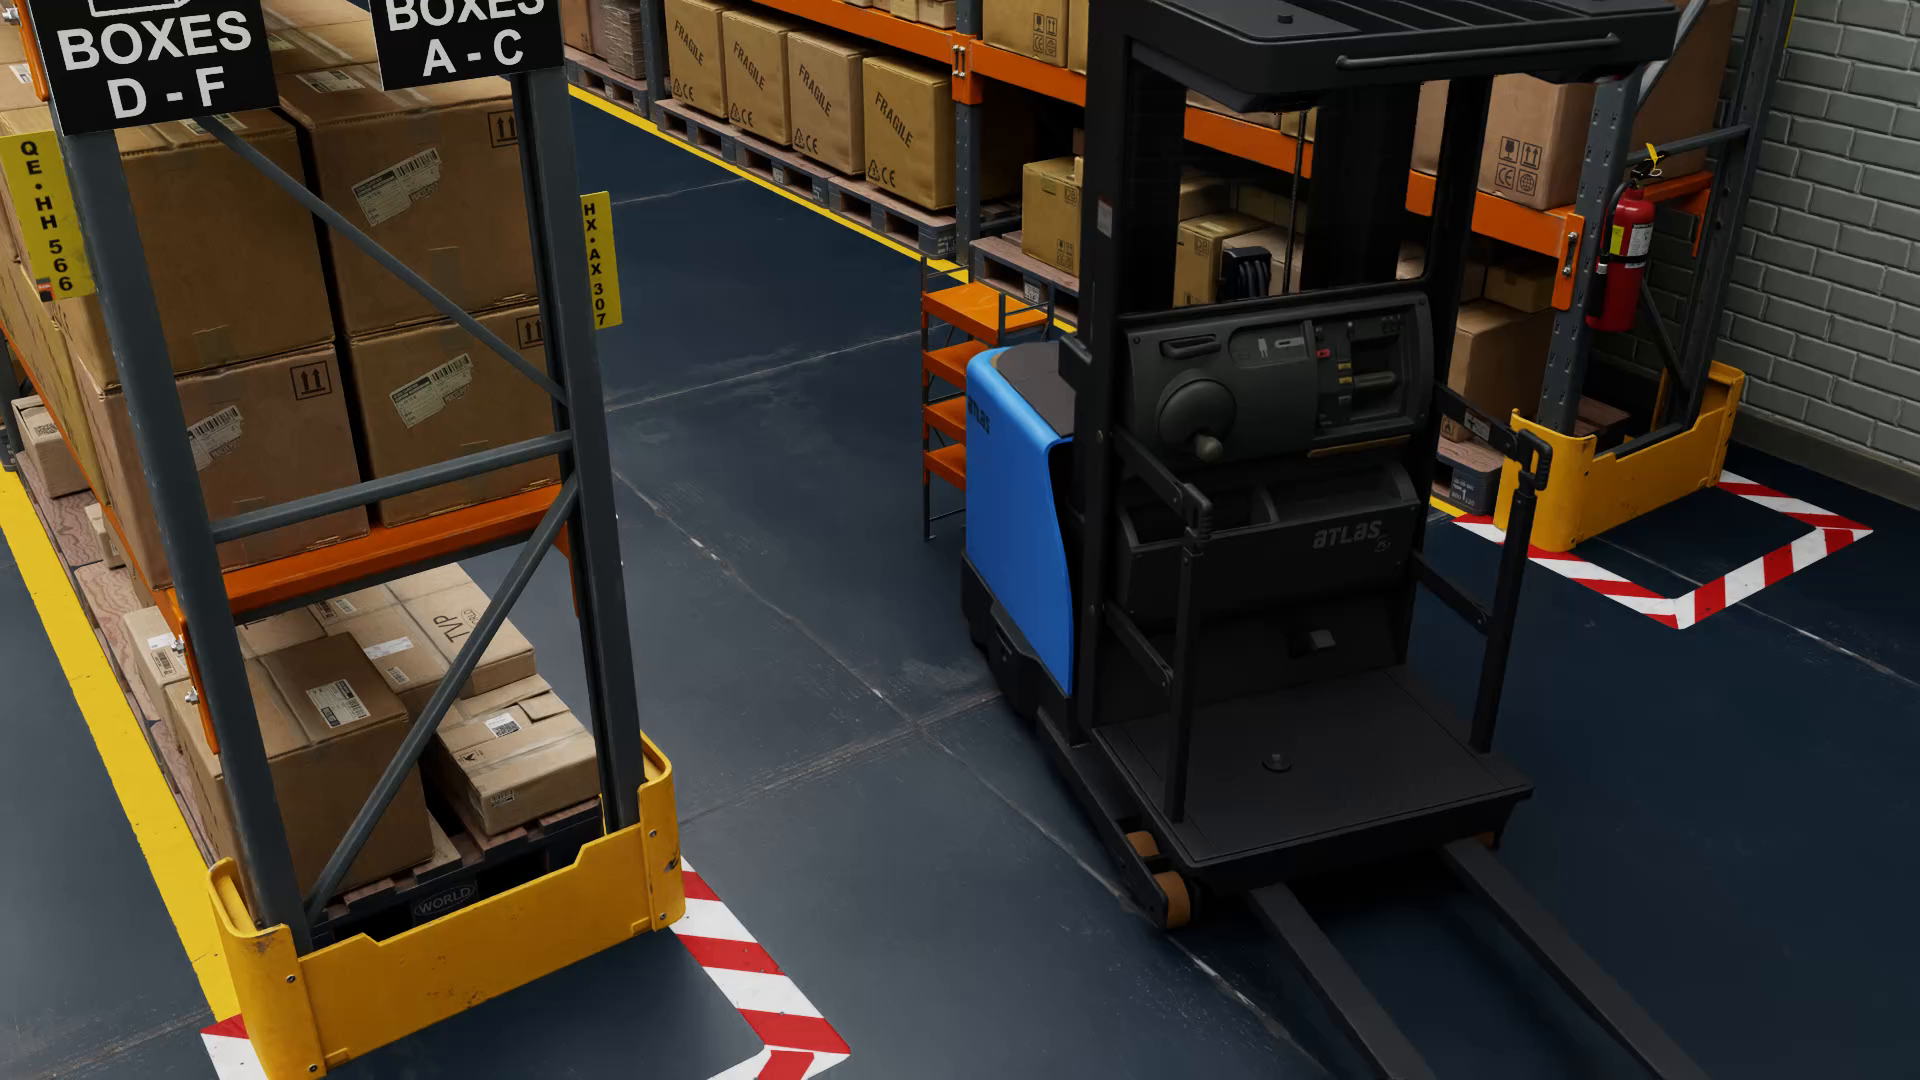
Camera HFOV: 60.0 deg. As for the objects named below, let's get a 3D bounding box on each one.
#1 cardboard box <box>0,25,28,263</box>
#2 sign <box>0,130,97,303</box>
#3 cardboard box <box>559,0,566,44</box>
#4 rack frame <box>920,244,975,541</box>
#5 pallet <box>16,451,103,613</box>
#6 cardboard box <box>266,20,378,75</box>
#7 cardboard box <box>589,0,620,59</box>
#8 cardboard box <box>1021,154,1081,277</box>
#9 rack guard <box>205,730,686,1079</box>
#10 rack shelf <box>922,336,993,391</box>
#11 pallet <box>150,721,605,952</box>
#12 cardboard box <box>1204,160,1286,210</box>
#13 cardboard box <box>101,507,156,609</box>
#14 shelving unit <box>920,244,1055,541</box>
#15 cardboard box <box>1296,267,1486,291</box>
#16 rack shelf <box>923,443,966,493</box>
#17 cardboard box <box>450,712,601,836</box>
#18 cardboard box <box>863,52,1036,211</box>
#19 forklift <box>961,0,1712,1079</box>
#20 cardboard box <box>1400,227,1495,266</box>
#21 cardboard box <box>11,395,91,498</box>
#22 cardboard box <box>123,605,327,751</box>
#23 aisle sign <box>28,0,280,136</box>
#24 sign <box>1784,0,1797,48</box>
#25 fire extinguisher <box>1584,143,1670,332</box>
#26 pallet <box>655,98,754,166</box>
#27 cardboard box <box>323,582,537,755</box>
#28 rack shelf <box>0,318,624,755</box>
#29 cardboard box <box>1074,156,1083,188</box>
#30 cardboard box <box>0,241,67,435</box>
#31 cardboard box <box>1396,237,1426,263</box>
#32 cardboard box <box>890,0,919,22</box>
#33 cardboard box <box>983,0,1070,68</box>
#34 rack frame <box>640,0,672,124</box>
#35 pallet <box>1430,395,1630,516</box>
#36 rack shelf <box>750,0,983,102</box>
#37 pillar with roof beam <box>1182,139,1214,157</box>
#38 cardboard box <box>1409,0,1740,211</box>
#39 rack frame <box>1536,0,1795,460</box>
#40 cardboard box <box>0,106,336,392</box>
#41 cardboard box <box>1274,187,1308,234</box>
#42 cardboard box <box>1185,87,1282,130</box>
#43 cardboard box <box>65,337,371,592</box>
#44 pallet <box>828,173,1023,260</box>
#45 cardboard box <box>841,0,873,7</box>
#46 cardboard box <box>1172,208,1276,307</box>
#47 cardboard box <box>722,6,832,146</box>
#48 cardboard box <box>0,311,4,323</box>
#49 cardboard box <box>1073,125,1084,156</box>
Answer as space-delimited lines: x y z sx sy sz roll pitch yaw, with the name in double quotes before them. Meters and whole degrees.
"cardboard box" -2.376 -1.096 4.473 0.500 0.500 0.500 -18 33 -29
"sign" -1.759 -0.621 3.206 0.100 0.325 0.005 -19 34 -31
"cardboard box" -3.179 -4.574 14.187 0.700 0.500 0.500 -18 33 -30
"rack frame" -0.046 -0.558 6.520 0.240 1.200 0.015 -19 34 -31
"pallet" -3.218 -0.182 6.864 1.003 0.211 1.213 -19 34 -31
"cardboard box" -1.647 -1.049 4.387 0.500 0.500 0.500 -18 33 -30
"cardboard box" -2.567 -4.195 13.490 0.700 0.500 0.500 -19 34 -31
"cardboard box" 0.768 -1.814 9.127 0.700 0.500 0.500 -18 33 -30
"rack guard" -1.339 0.950 4.478 1.175 0.500 0.348 -19 34 -31
"rack shelf" 0.096 -0.600 6.271 0.258 0.148 0.480 -19 34 -31
"pallet" -1.803 0.767 5.117 1.003 0.211 1.213 -19 34 -31
"cardboard box" 1.452 -1.806 8.431 0.380 0.149 0.250 -18 33 -30
"cardboard box" -2.522 -0.042 5.839 0.797 0.503 0.637 -19 34 -31
"shelving unit" 0.096 -0.463 6.345 0.258 1.200 0.503 -19 34 -31
"cardboard box" 1.960 -1.017 7.659 0.700 0.500 0.500 -19 34 -31
"rack shelf" 0.096 -0.229 6.472 0.258 0.148 0.480 -19 34 -31
"cardboard box" -1.258 0.682 4.877 0.380 0.149 0.250 -19 34 -31
"cardboard box" -0.065 -2.504 10.030 0.750 0.750 0.750 -18 33 -30
"forklift" 0.967 -0.403 4.422 1.130 2.935 3.031 -9 30 -17
"cardboard box" 2.191 -1.311 7.521 0.380 0.149 0.250 -19 34 -31
"cardboard box" -3.548 -0.463 6.816 0.500 0.311 0.500 -19 34 -31
"cardboard box" -2.338 0.375 5.337 0.500 0.250 0.500 -19 34 -31
"aisle sign" -1.505 -1.150 3.001 0.394 0.787 0.004 -19 34 -31
"sign" 3.193 -2.059 6.408 0.100 0.325 0.005 -19 34 -31
"fire extinguisher" 2.449 -1.108 6.119 0.296 0.674 0.183 -19 34 -31
"pallet" -1.507 -3.049 12.144 1.003 0.211 1.213 -19 34 -31
"cardboard box" -1.670 0.411 5.270 0.500 0.250 0.500 -19 34 -31
"rack shelf" -2.455 -0.581 5.430 1.077 0.370 4.000 -19 34 -31
"cardboard box" 0.818 -1.916 8.634 0.380 0.149 0.250 -18 33 -29
"cardboard box" -2.366 -0.658 4.714 0.500 0.500 0.500 -18 34 -30
"cardboard box" 1.878 -1.206 7.328 0.380 0.149 0.250 -18 33 -29
"cardboard box" -0.175 -3.090 9.539 0.380 0.149 0.250 -18 33 -30
"cardboard box" 0.719 -2.964 8.750 0.980 0.700 0.700 -18 33 -30
"rack frame" -1.903 -4.602 12.081 1.000 3.000 0.127 -19 34 -31
"pallet" 2.210 -0.556 7.553 1.003 0.211 1.213 -19 34 -31
"rack shelf" -0.743 -3.509 10.821 1.077 0.370 4.000 -19 34 -31
"pillar with roof beam" -1.979 -4.459 5.532 9.100 9.000 0.400 -19 34 -31
"cardboard box" 2.434 -1.819 6.643 0.980 0.700 0.700 -17 33 -28
"rack frame" 2.738 -1.492 6.355 1.000 3.000 0.127 -19 34 -31
"cardboard box" -1.777 -0.700 3.743 0.500 0.500 0.500 -19 34 -31
"cardboard box" 1.749 -1.607 8.065 0.380 0.149 0.250 -18 33 -30
"cardboard box" 1.568 -2.398 7.708 0.980 0.700 0.700 -21 35 -33
"cardboard box" -1.777 -0.262 3.985 0.500 0.500 0.500 -18 33 -29
"pallet" -0.091 -2.101 10.397 1.003 0.211 1.213 -19 34 -31
"cardboard box" -0.490 -3.290 9.907 0.380 0.149 0.250 -19 34 -31
"cardboard box" 1.352 -1.418 8.397 0.700 0.500 0.500 -18 33 -30
"cardboard box" -1.080 -3.178 11.270 0.750 0.750 0.750 -19 34 -31
"cardboard box" -2.954 -1.051 5.438 0.500 0.500 0.500 -19 34 -31
"cardboard box" 0.845 -2.211 9.177 0.380 0.149 0.250 -19 34 -31
